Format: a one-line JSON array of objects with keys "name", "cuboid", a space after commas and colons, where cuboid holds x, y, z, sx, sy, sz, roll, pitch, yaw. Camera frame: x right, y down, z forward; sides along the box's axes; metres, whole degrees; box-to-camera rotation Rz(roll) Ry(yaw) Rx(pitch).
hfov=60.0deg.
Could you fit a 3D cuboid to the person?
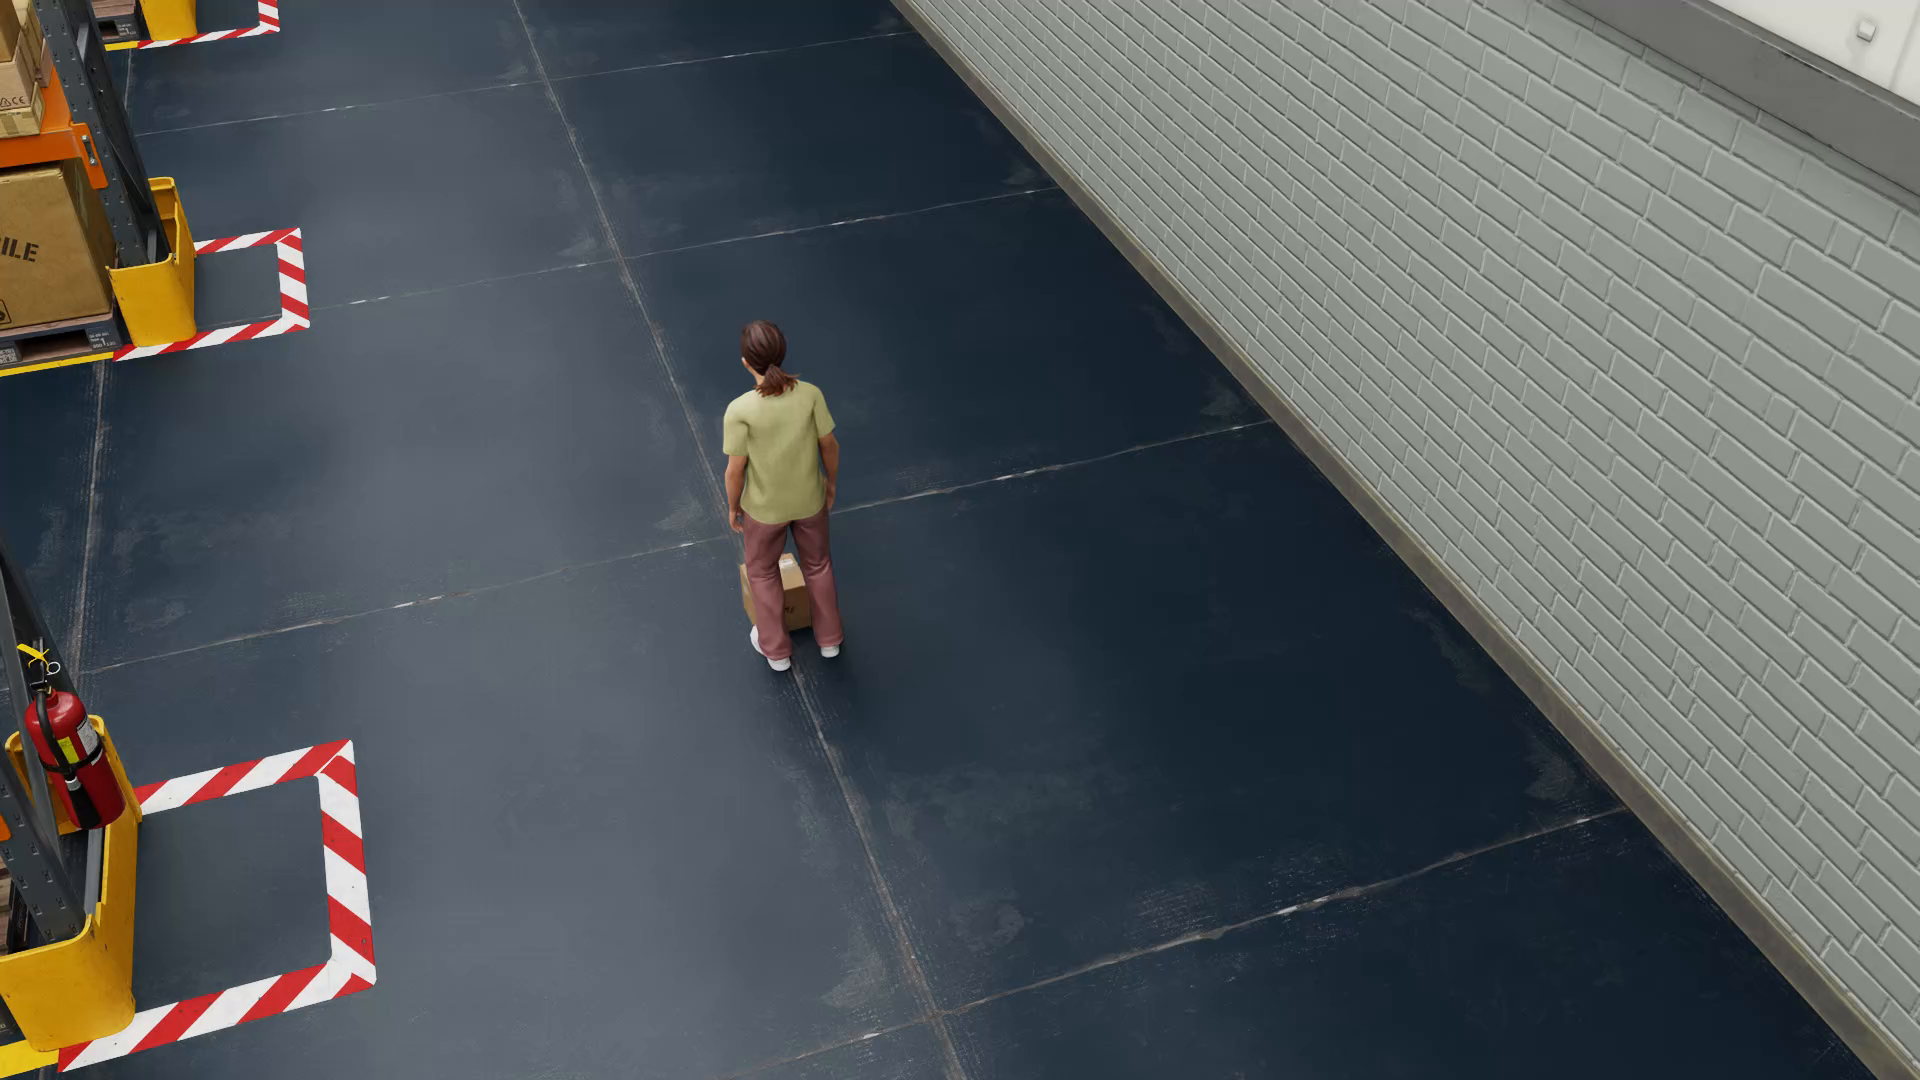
[{"name": "person", "cuboid": [-0.747, -0.165, 6.996, 0.497, 1.672, 0.359, -14, 40, -17]}]
